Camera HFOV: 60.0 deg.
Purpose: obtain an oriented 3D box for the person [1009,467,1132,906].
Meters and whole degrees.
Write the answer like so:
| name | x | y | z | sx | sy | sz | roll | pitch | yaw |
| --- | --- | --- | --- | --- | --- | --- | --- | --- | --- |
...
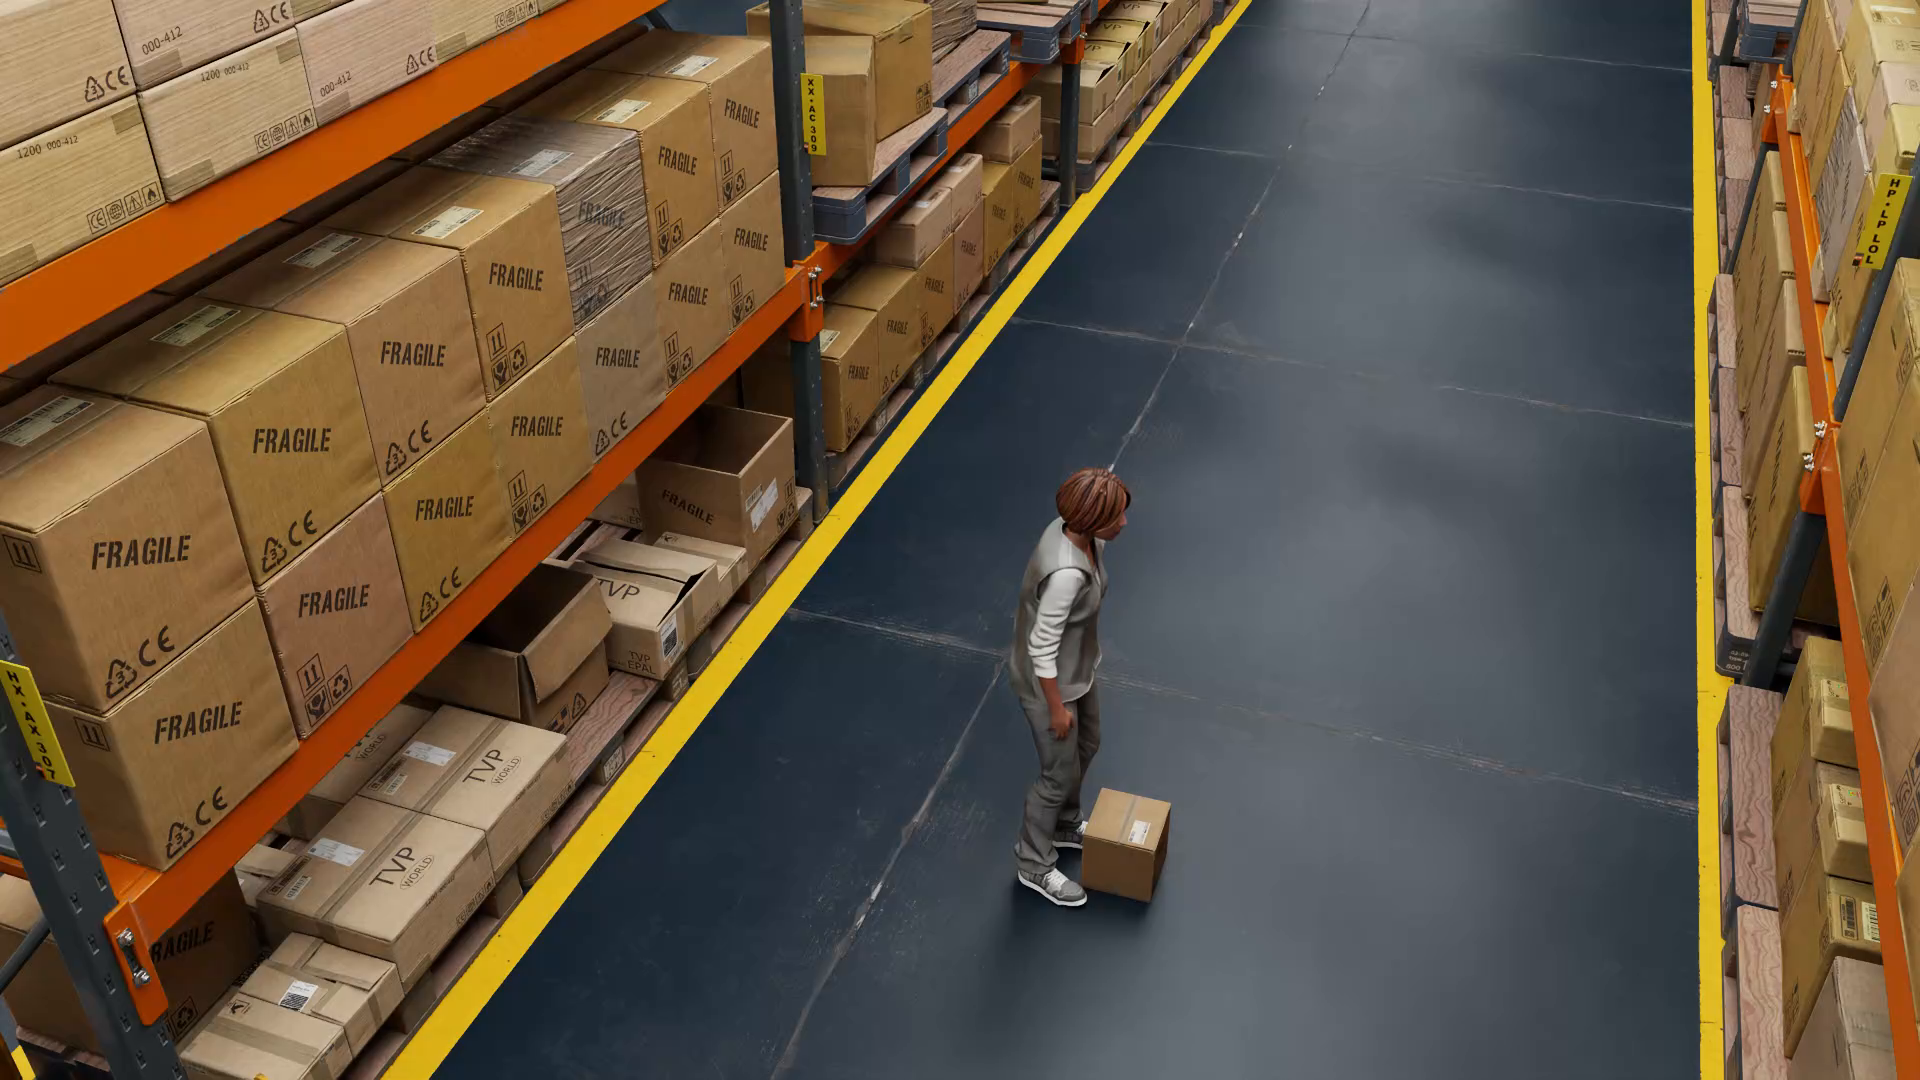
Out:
| name | x | y | z | sx | sy | sz | roll | pitch | yaw |
| --- | --- | --- | --- | --- | --- | --- | --- | --- | --- |
| person | 0.357 | 0.460 | 5.462 | 0.378 | 1.592 | 0.481 | 9 | 35 | 13 |
